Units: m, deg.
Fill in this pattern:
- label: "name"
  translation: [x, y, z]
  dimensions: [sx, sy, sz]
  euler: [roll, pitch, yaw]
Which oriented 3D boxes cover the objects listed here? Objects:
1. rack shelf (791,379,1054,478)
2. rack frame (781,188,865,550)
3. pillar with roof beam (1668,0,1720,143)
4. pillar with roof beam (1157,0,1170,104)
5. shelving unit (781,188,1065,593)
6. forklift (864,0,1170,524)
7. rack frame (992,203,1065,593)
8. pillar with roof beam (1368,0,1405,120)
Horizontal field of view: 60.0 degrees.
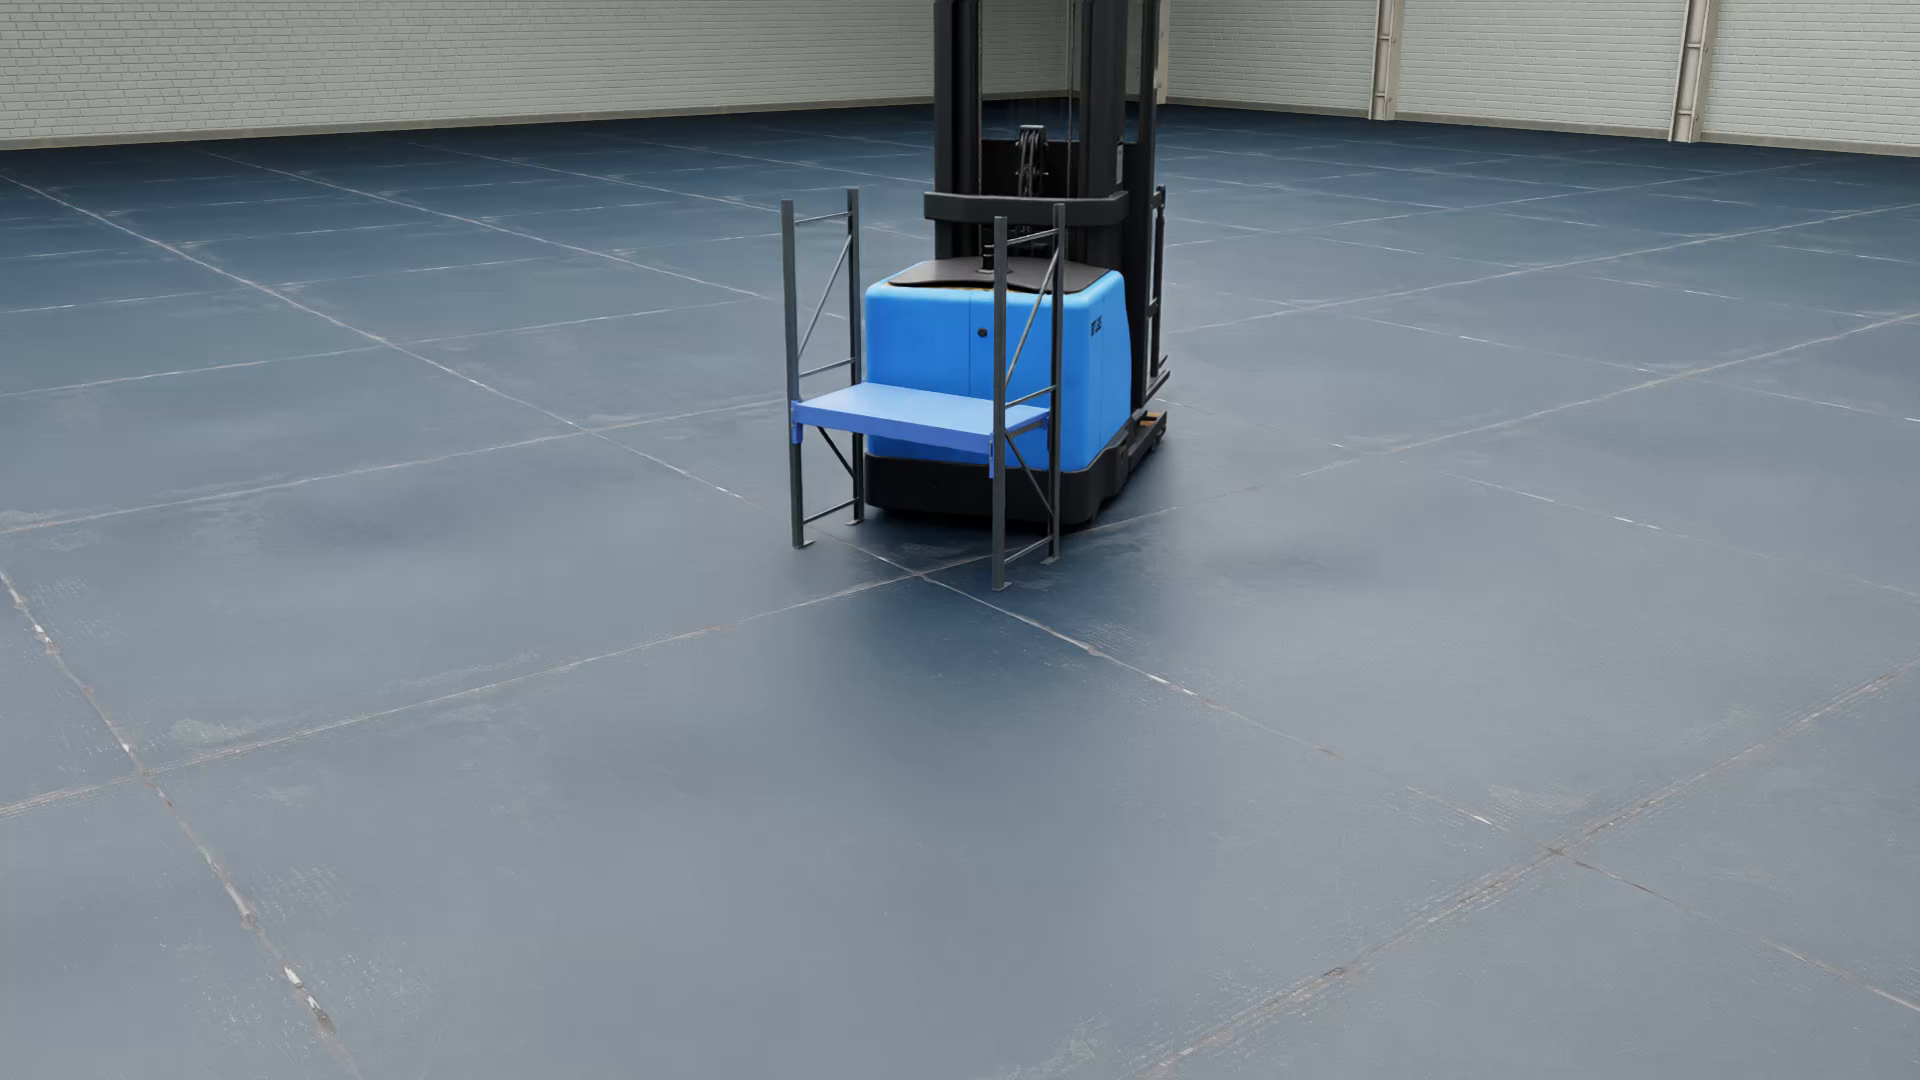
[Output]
- label: "rack shelf"
  translation: [-0.155, -0.483, 7.008]
  dimensions: [1.000, 0.185, 0.538]
  euler: [11, 21, 30]
- label: "rack frame"
  translation: [-0.584, -0.739, 7.209]
  dimensions: [0.032, 1.500, 0.500]
  euler: [11, 21, 30]
- label: "pillar with roof beam"
  translation: [8.255, -9.836, 22.751]
  dimensions: [9.100, 9.000, 0.400]
  euler: [-14, 23, -36]
- label: "pillar with roof beam"
  translation: [0.804, -12.793, 31.681]
  dimensions: [9.100, 9.000, 0.400]
  euler: [-14, 23, -36]
- label: "shelving unit"
  translation: [-0.155, -0.654, 6.951]
  dimensions: [1.048, 1.500, 0.538]
  euler: [11, 21, 30]
- label: "forklift"
  translation: [0.483, -1.886, 8.397]
  dimensions: [1.130, 2.935, 3.031]
  euler: [6, 19, 16]
- label: "rack frame"
  translation: [0.275, -0.569, 6.694]
  dimensions: [0.032, 1.500, 0.500]
  euler: [11, 21, 30]
- label: "pillar with roof beam"
  translation: [4.529, -11.314, 27.216]
  dimensions: [9.100, 9.000, 0.400]
  euler: [-14, 23, -36]
